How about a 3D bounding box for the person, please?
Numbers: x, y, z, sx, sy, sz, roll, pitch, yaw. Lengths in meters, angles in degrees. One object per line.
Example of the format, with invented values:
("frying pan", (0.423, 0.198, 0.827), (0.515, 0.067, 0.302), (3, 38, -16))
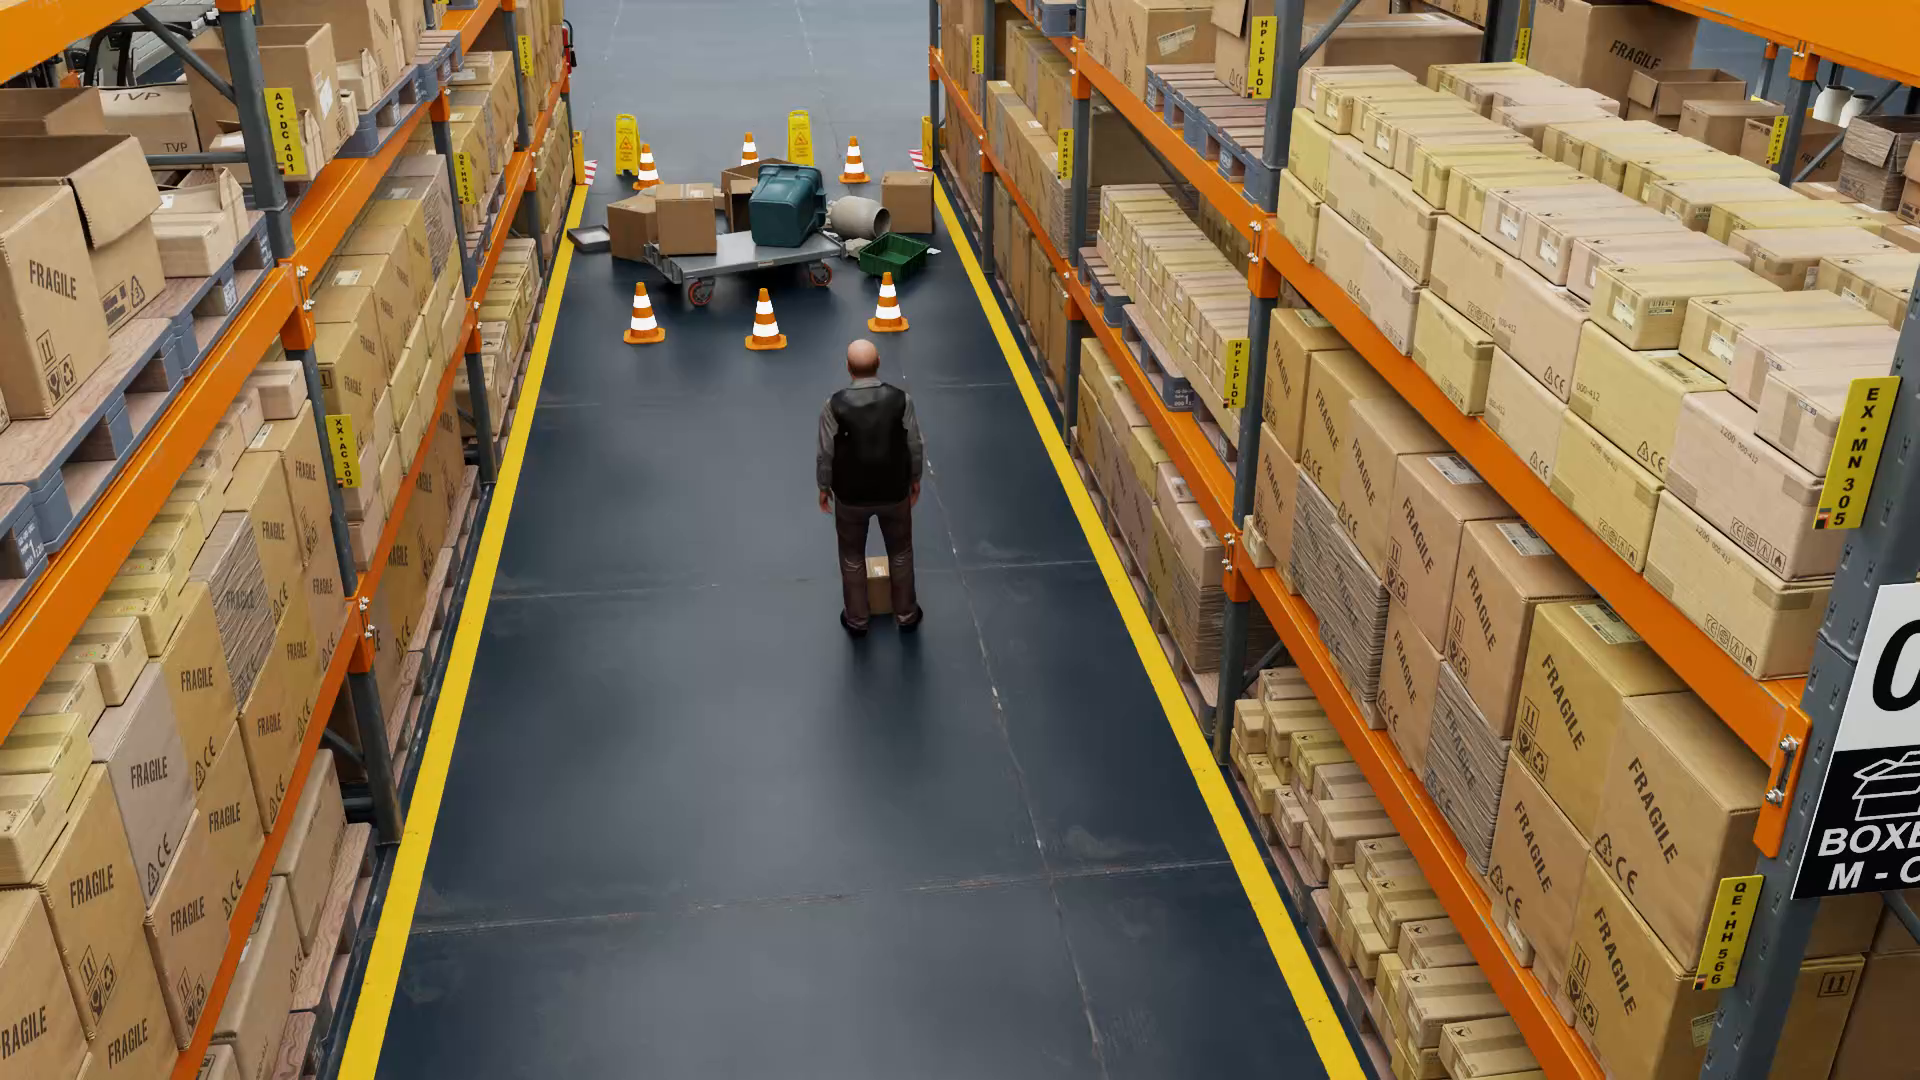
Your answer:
("person", (-0.488, -0.260, 9.153), (0.592, 1.722, 0.412), (-5, 27, -9))
